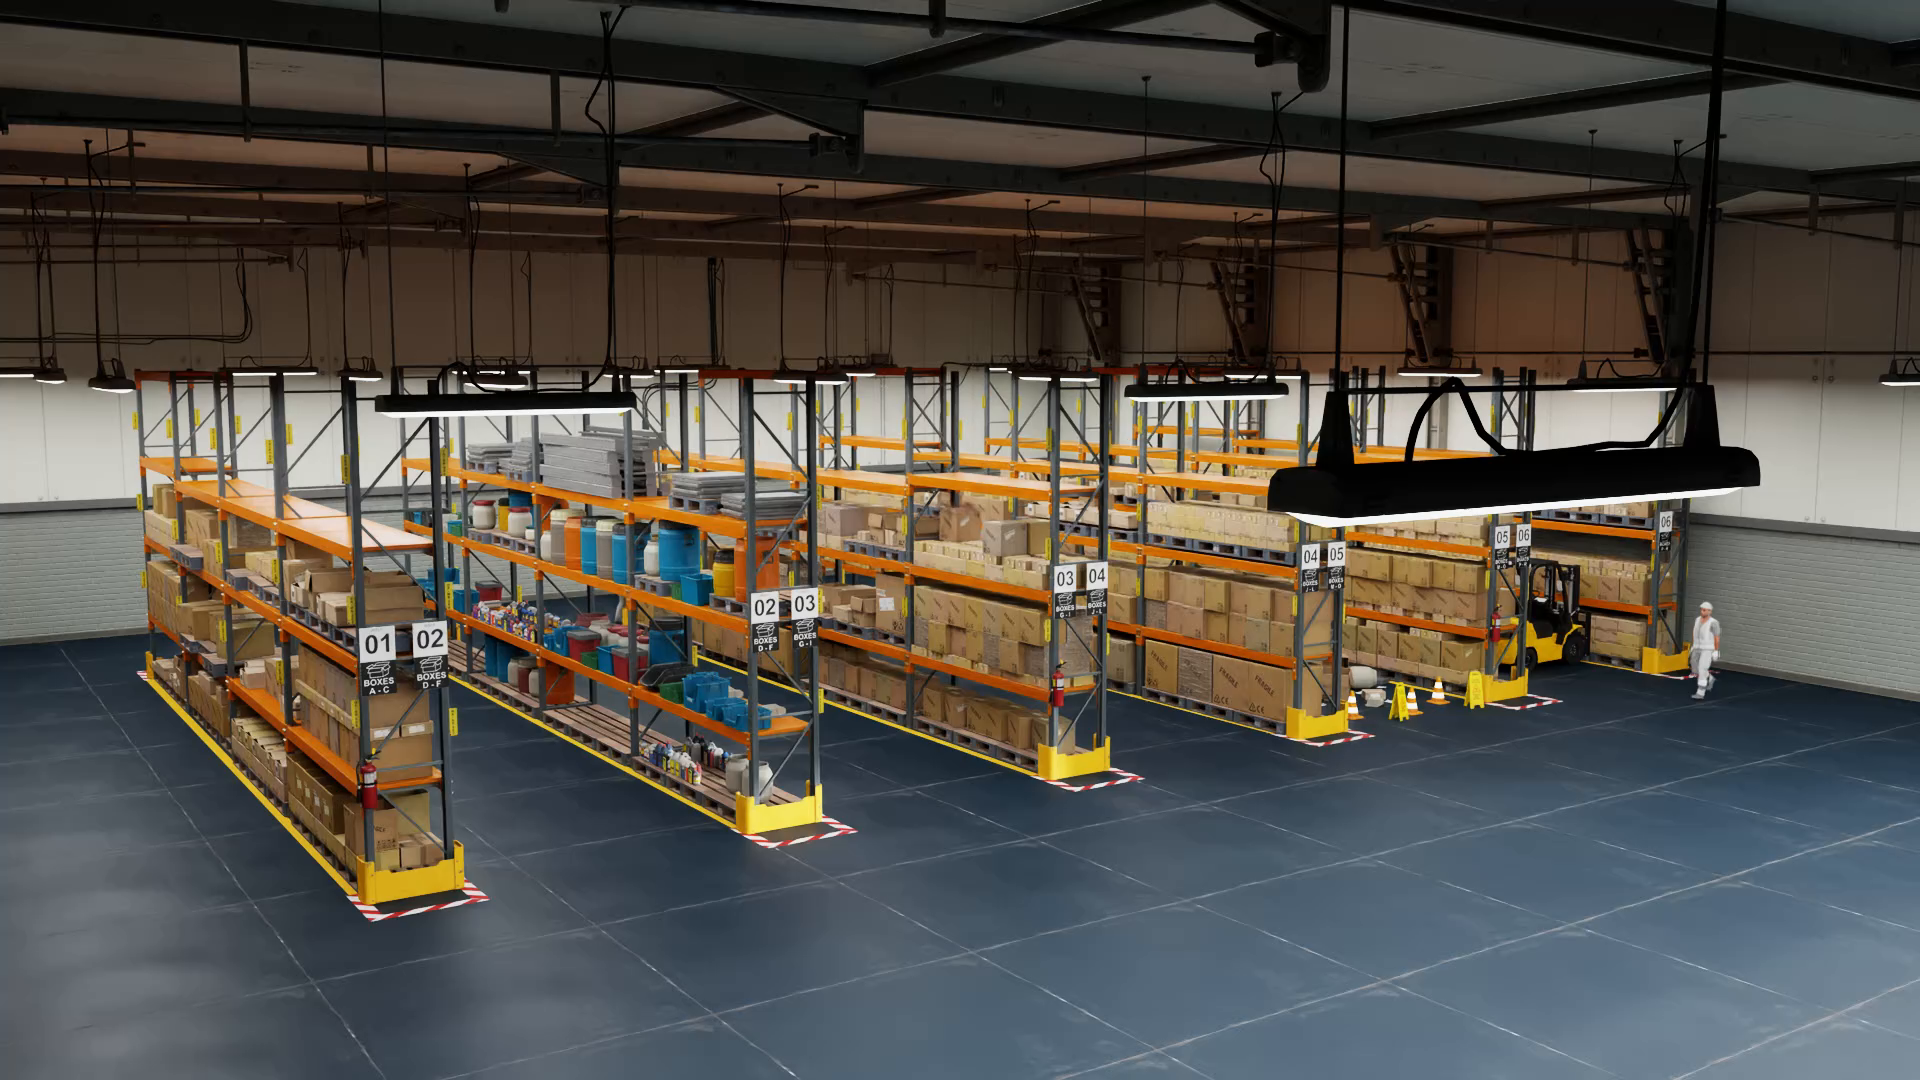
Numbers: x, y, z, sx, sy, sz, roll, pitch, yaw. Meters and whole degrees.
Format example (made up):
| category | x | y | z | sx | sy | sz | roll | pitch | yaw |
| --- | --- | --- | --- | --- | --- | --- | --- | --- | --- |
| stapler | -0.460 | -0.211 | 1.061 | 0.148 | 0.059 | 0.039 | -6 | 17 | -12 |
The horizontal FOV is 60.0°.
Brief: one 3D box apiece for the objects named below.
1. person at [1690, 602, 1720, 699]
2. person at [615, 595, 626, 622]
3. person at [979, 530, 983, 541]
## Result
| category | x | y | z | sx | sy | sz | roll | pitch | yaw |
| --- | --- | --- | --- | --- | --- | --- | --- | --- | --- |
| person | 13.667 | 2.007 | 30.466 | 0.824 | 1.771 | 0.551 | -4 | 7 | -30 |
| person | -7.835 | 1.141 | 38.996 | 0.554 | 1.703 | 0.586 | -3 | 7 | -23 |
| person | 0.418 | 0.141 | 46.915 | 0.529 | 1.778 | 0.652 | 5 | 8 | 37 |
